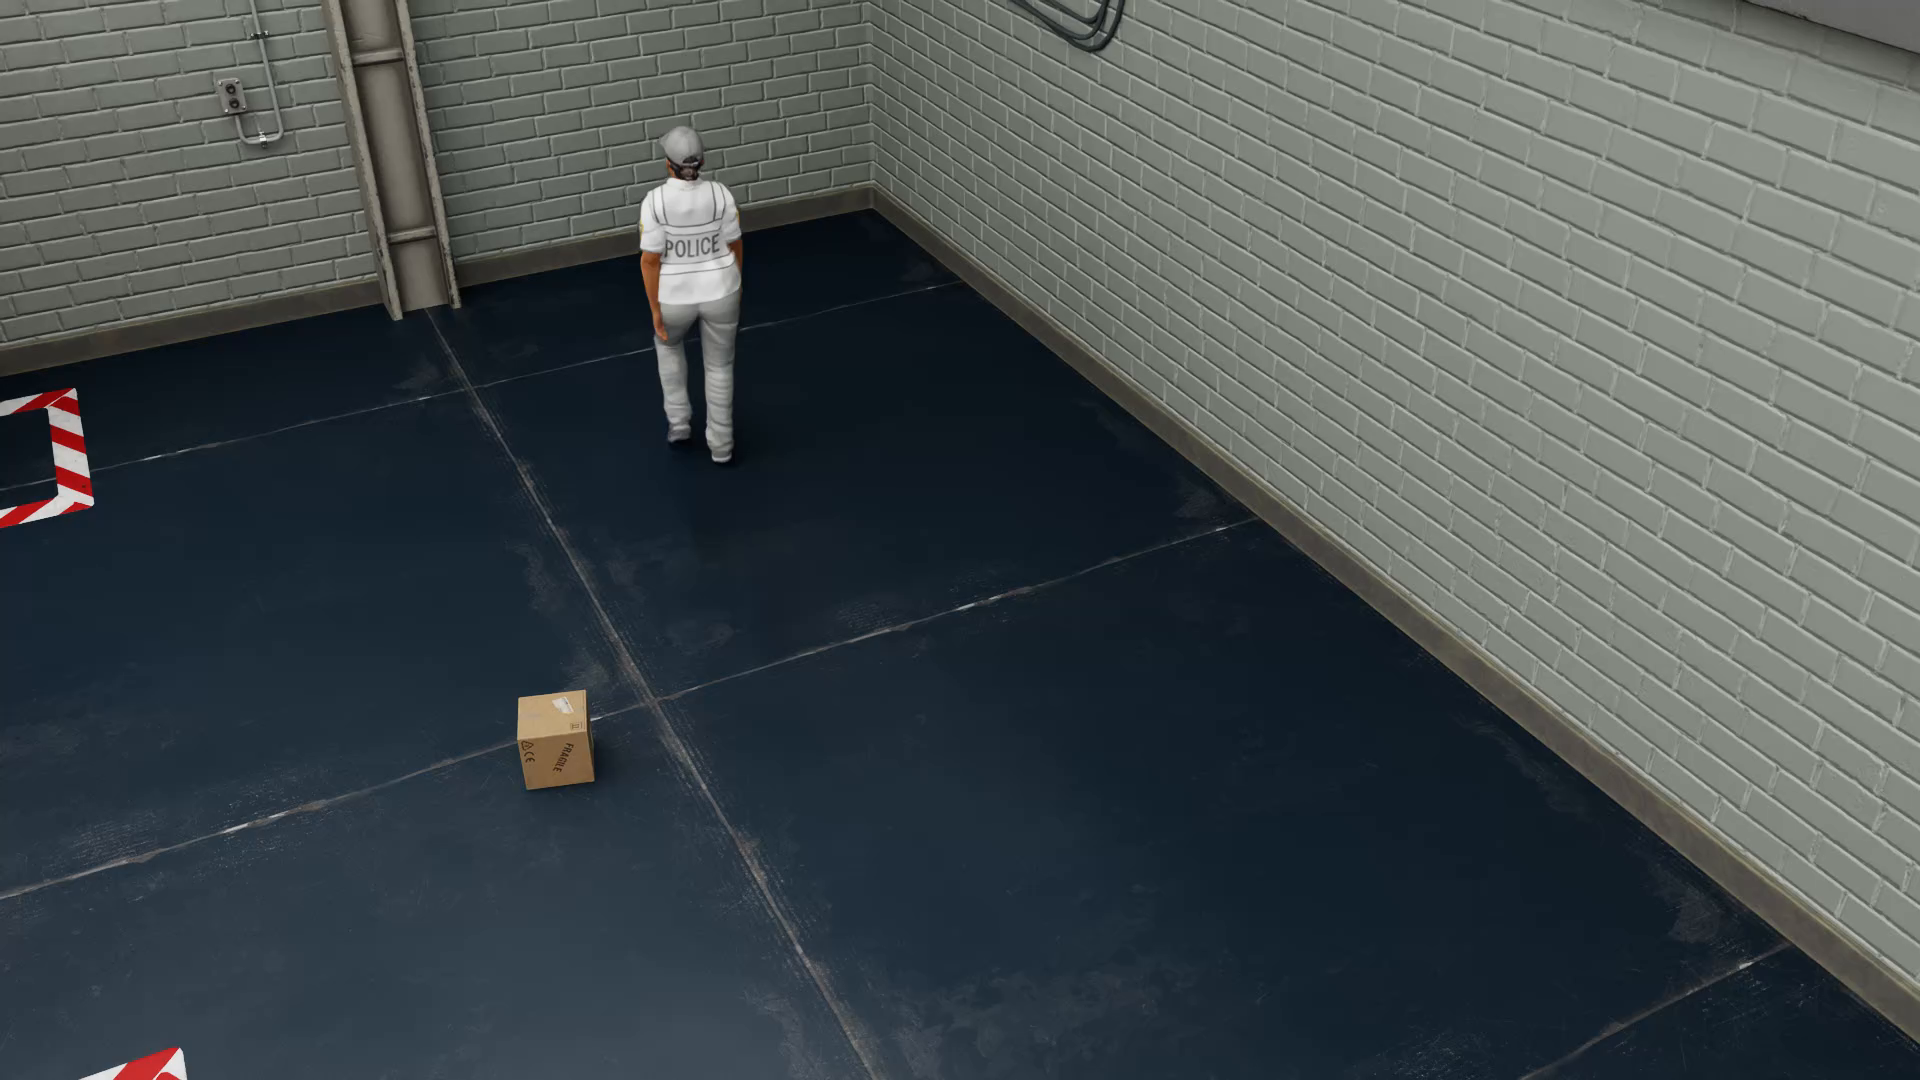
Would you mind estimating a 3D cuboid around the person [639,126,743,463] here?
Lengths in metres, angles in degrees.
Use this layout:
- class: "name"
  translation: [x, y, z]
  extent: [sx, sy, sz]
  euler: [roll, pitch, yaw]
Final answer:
- class: "person"
  translation: [-1.257, -1.148, 7.915]
  extent: [0.479, 1.725, 0.489]
  euler: [-6, 34, -9]
